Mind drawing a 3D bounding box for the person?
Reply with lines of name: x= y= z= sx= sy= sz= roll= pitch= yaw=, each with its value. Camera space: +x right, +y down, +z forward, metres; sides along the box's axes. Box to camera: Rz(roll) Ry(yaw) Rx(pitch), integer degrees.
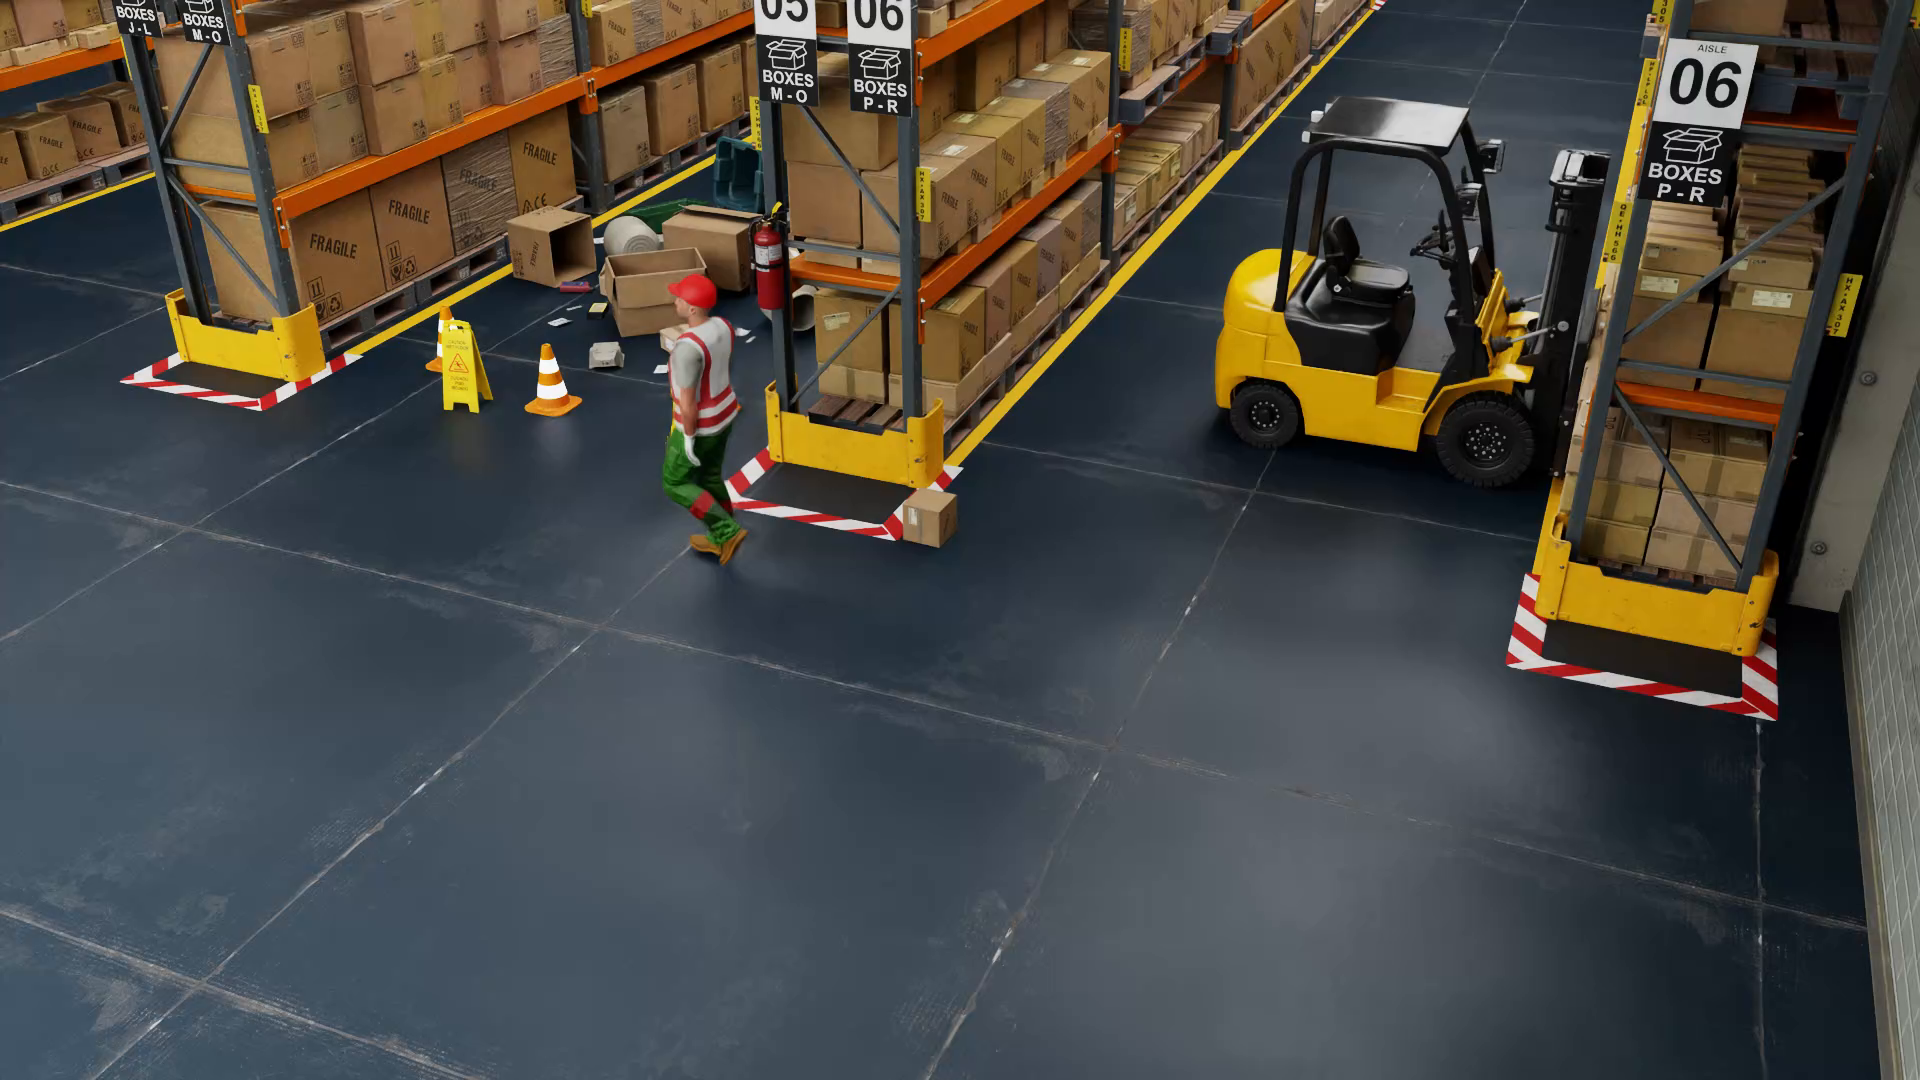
person: x=-1.442 y=-0.666 z=9.510 sx=0.513 sy=1.780 sz=0.544 roll=12 pitch=32 yaw=20
